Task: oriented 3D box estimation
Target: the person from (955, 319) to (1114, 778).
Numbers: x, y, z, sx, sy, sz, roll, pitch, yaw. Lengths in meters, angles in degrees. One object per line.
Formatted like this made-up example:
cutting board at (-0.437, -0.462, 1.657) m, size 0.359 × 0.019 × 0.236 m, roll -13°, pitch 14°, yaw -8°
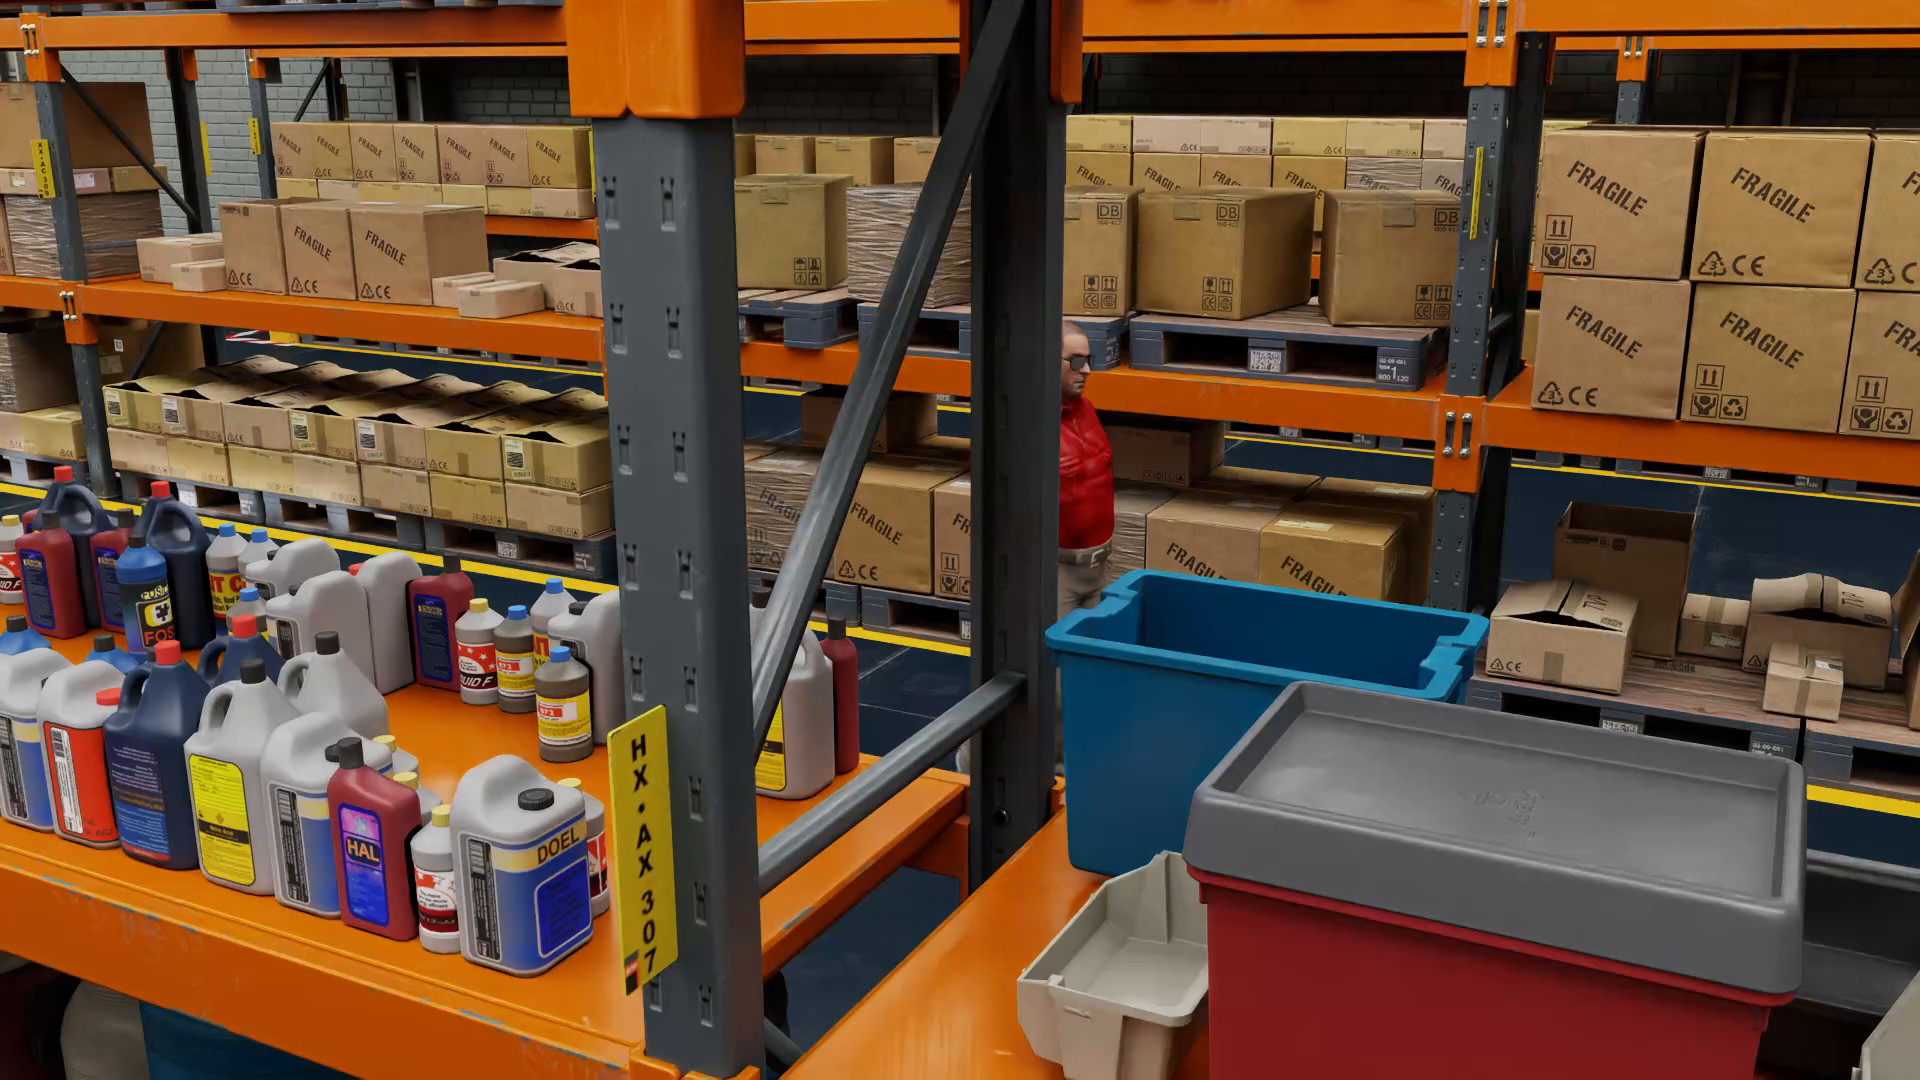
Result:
person at (0.291, 0.120, 5.568) m, size 0.577 × 1.720 × 0.551 m, roll 12°, pitch 20°, yaw 36°
